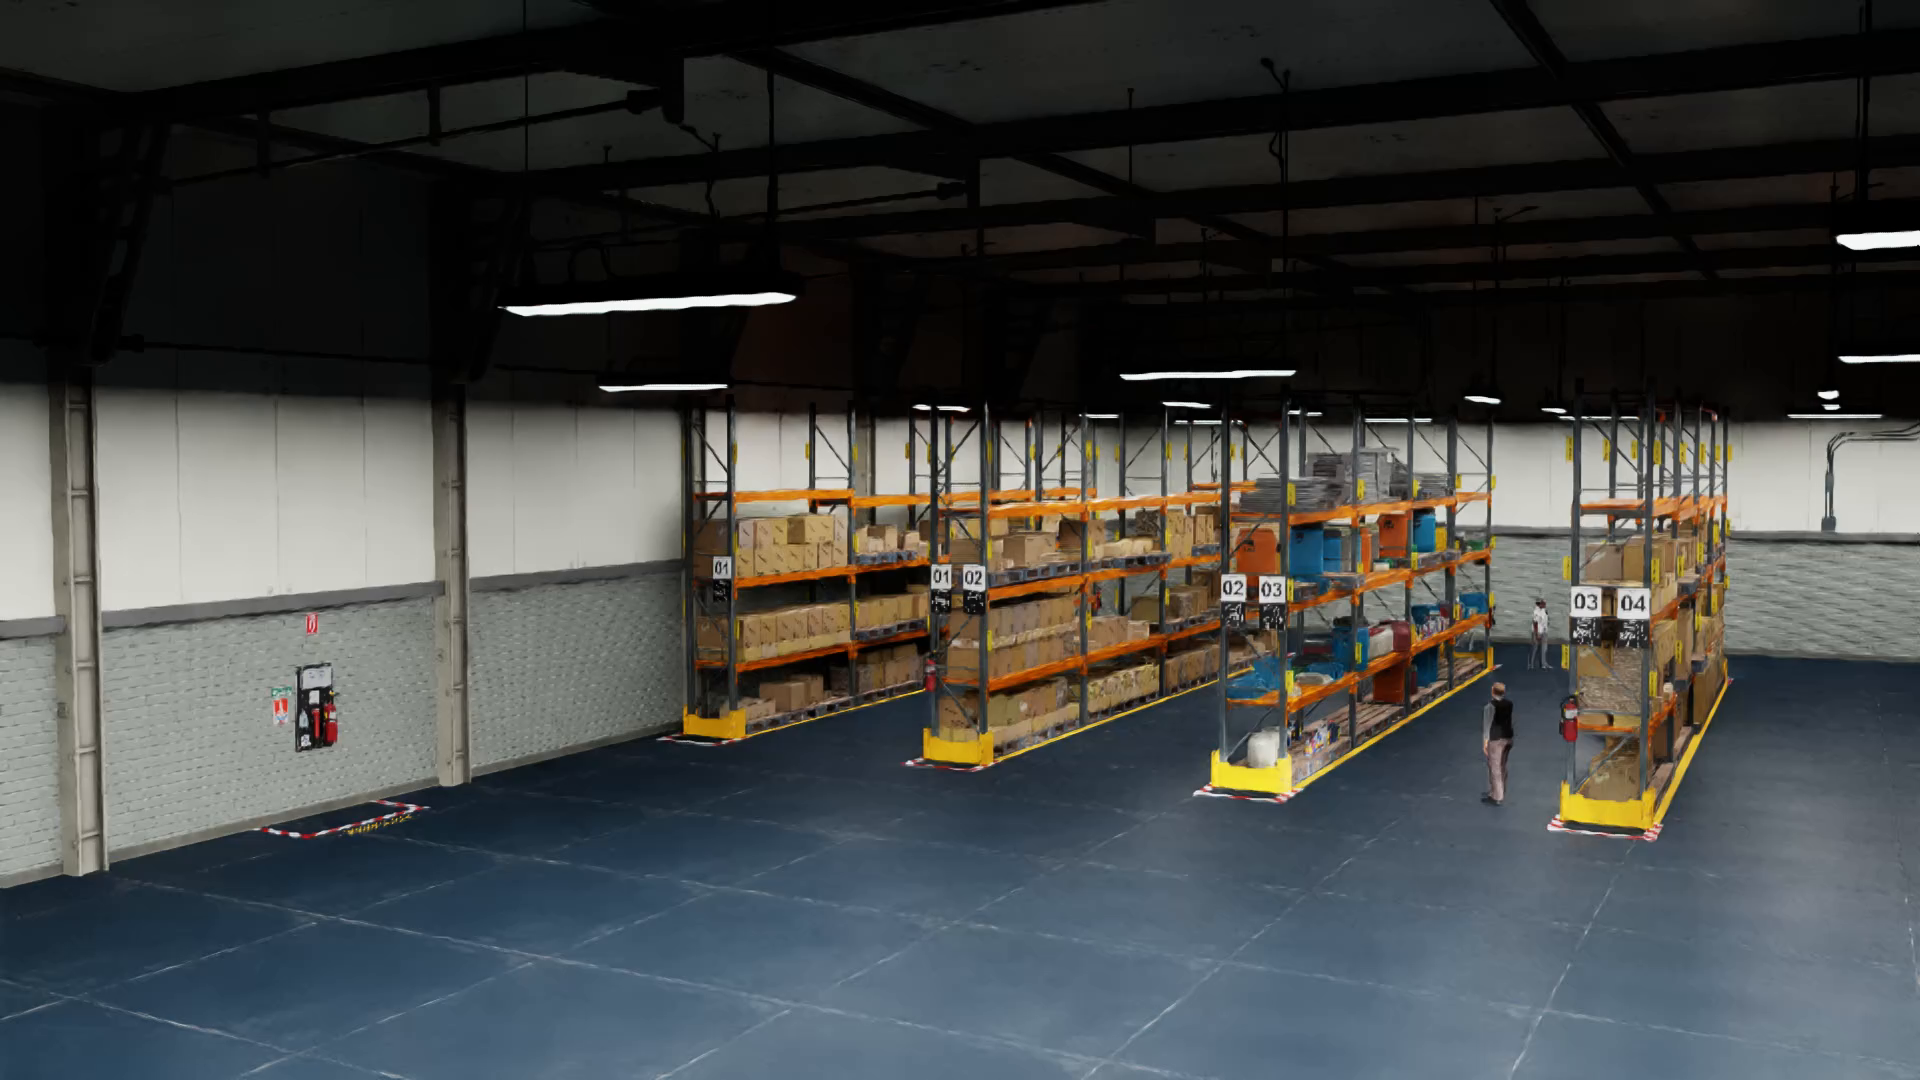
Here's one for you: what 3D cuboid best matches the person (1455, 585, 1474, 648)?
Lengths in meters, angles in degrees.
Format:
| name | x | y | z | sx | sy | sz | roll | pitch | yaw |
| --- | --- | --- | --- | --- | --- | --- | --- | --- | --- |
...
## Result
| name | x | y | z | sx | sy | sz | roll | pitch | yaw |
| --- | --- | --- | --- | --- | --- | --- | --- | --- | --- |
| person | 12.940 | 1.960 | 42.507 | 0.639 | 1.628 | 0.511 | 2 | 3 | 27 |

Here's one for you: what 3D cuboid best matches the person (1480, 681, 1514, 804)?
| name | x | y | z | sx | sy | sz | roll | pitch | yaw |
| --- | --- | --- | --- | --- | --- | --- | --- | --- | --- |
| person | 7.641 | 2.876 | 23.784 | 0.578 | 1.725 | 0.494 | -2 | 4 | -31 |

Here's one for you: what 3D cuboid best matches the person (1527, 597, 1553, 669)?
| name | x | y | z | sx | sy | sz | roll | pitch | yaw |
| --- | --- | --- | --- | --- | --- | --- | --- | --- | --- |
| person | 13.376 | 2.141 | 38.387 | 0.575 | 1.675 | 0.453 | -3 | 4 | -41 |
